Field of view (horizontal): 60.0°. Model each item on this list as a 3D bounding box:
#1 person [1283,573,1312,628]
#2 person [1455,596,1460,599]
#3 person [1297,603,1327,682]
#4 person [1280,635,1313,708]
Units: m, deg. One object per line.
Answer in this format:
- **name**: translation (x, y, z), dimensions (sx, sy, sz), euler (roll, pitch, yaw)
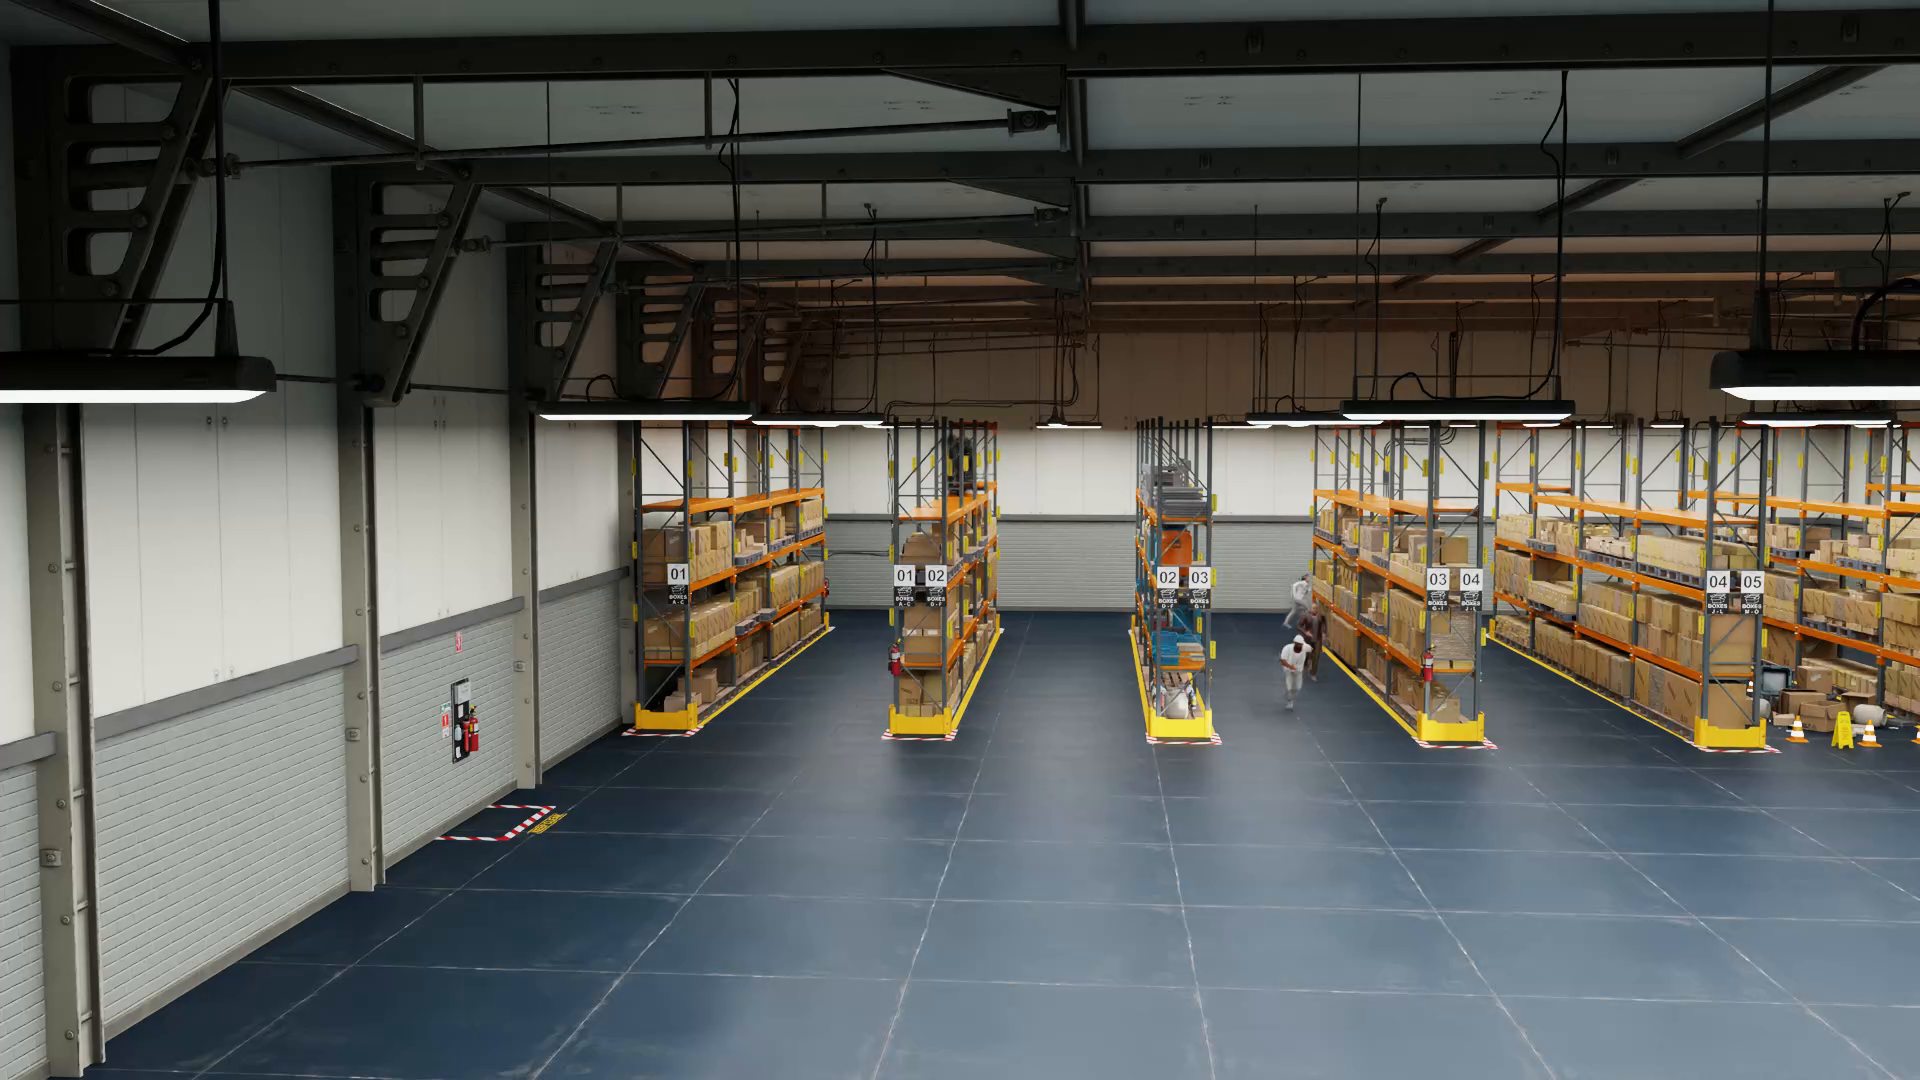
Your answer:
- **person**: translation (9.780, 1.764, 48.017), dimensions (0.887, 1.653, 0.602), euler (1, 4, 9)
- **person**: translation (13.643, 1.885, 45.959), dimensions (0.526, 1.641, 0.743), euler (2, 4, 28)
- **person**: translation (8.133, 2.334, 38.422), dimensions (0.734, 1.773, 1.070), euler (0, 4, -2)
- **person**: translation (6.935, 2.707, 34.238), dimensions (0.728, 1.573, 0.849), euler (0, 4, -6)
